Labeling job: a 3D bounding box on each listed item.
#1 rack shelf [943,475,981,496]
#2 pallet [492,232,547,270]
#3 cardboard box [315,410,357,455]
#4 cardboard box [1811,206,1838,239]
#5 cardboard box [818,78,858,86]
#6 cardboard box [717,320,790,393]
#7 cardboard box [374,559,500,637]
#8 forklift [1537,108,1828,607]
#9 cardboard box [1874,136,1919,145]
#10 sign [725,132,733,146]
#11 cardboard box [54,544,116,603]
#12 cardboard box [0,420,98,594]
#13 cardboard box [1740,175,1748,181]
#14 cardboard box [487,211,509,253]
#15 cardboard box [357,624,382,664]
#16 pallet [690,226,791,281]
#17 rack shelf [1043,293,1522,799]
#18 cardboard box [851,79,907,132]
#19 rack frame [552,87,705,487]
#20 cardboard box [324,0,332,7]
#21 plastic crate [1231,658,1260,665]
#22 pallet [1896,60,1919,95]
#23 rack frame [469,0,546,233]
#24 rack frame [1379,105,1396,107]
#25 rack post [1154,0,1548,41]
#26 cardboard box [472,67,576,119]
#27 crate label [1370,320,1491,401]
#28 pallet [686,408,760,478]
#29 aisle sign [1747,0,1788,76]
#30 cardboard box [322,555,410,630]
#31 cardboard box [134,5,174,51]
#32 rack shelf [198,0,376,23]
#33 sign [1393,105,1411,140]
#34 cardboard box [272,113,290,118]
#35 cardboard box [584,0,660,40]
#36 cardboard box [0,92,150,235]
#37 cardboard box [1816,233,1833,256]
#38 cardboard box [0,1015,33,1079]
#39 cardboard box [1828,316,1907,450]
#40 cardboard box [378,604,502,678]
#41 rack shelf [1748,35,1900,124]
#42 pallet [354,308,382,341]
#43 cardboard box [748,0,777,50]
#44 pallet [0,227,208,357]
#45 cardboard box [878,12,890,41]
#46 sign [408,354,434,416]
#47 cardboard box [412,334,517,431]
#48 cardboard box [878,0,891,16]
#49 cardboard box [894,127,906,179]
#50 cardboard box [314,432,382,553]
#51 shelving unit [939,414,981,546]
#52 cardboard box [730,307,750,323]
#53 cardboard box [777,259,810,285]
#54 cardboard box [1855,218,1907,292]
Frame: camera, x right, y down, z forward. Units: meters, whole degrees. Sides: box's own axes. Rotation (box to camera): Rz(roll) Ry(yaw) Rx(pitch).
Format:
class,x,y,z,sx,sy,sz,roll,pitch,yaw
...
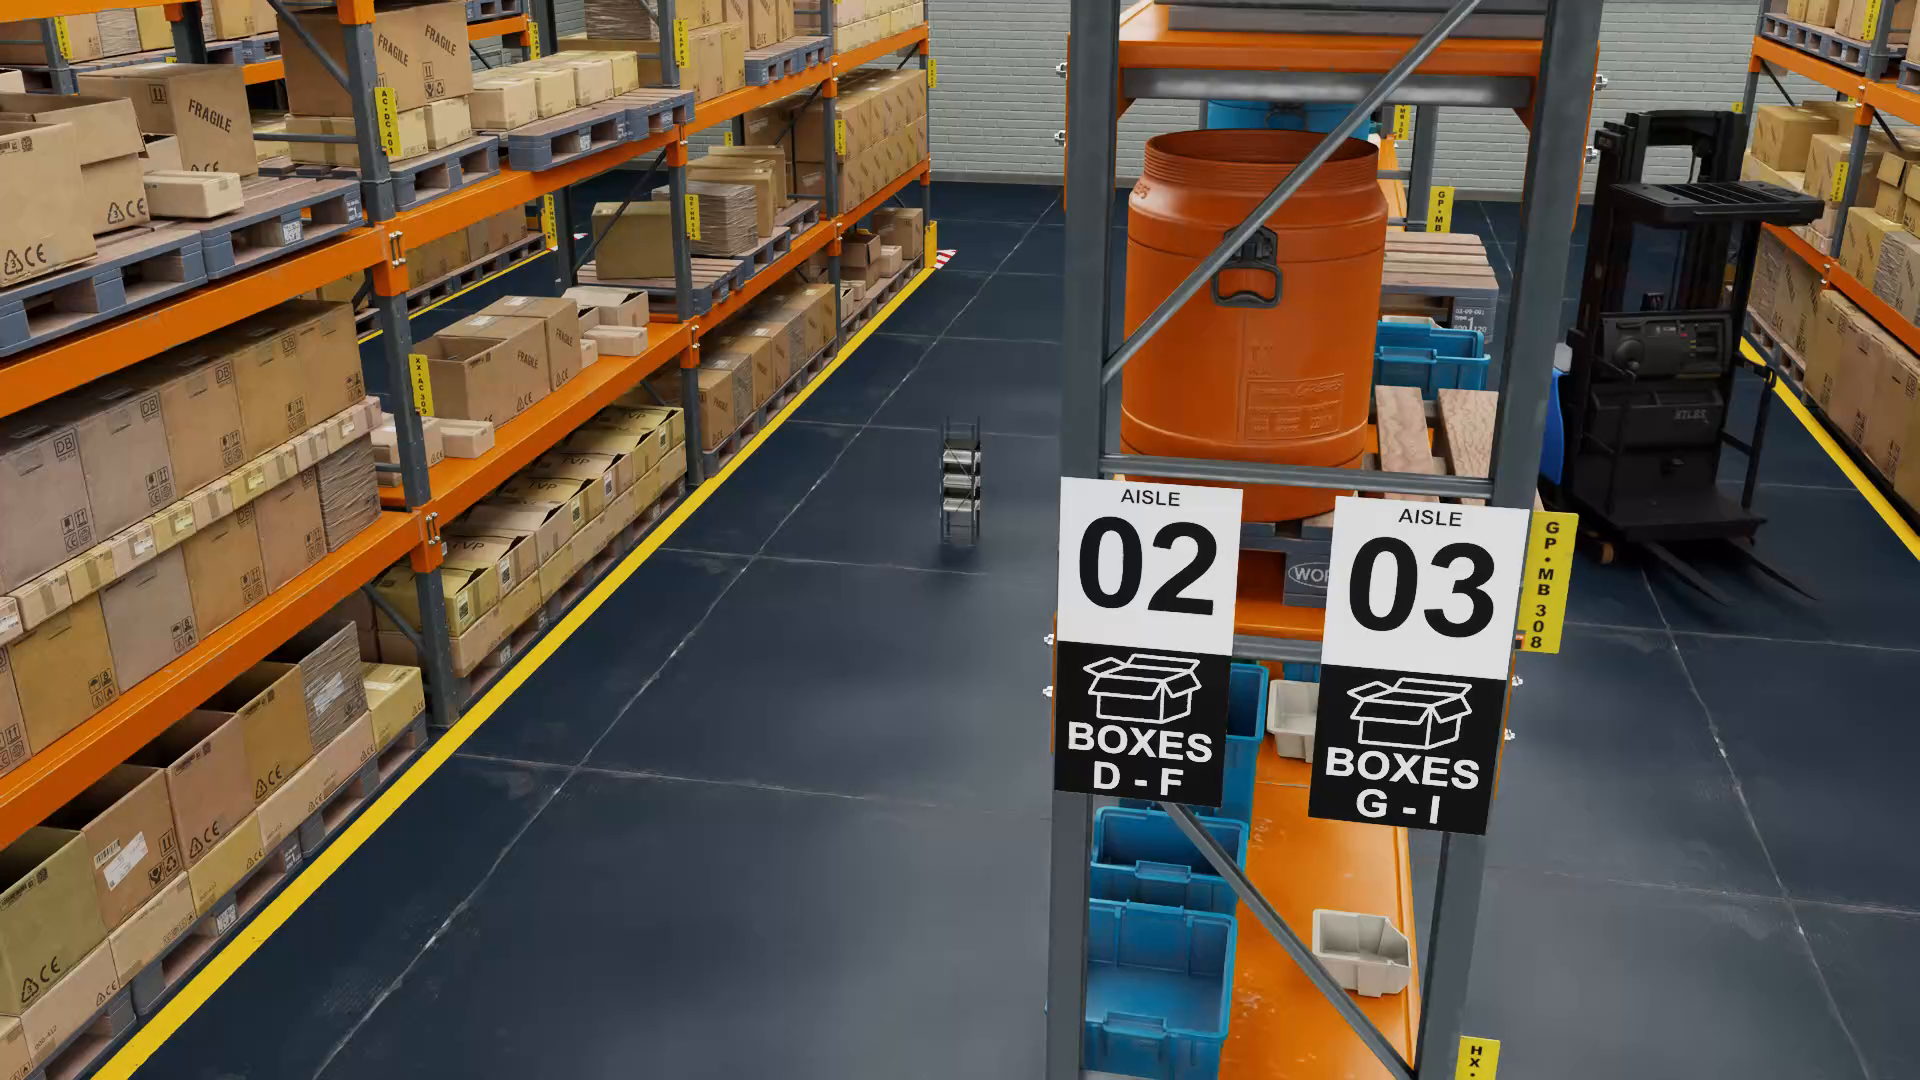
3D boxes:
class,x,y,z,sx,sy,sz,roll,pitch,yaw
rack shelf,0.002,-0.389,11.705,0.258,0.077,0.200,4,22,11
pallet,-5.800,-3.570,20.436,1.003,0.211,1.213,4,22,11
cardboard box,-3.210,-0.539,8.173,0.380,0.149,0.250,4,22,10
cardboard box,7.851,-2.816,14.634,0.500,0.250,0.500,4,22,10
cardboard box,-1.418,-4.780,18.234,0.500,0.500,0.500,5,22,12
cardboard box,-1.813,-1.616,14.607,0.500,0.500,0.500,4,22,9
cardboard box,-2.984,0.291,9.484,0.500,0.311,0.500,5,22,11
forklift,4.880,-1.324,11.218,1.130,2.935,3.031,-3,22,-6
cardboard box,8.474,-3.318,14.876,0.500,0.500,0.500,4,22,11
sign,-2.212,-3.763,16.024,0.100,0.325,0.005,4,22,11
cardboard box,-3.576,0.120,6.538,0.380,0.149,0.250,4,22,10
cardboard box,-3.805,-0.149,6.338,0.700,0.500,0.500,5,22,11
cardboard box,8.388,-3.714,17.397,0.380,0.149,0.250,4,22,10
cardboard box,-5.860,-3.751,19.936,0.700,0.500,0.500,4,22,11
cardboard box,-3.511,0.510,9.692,0.500,0.250,0.500,4,22,10
pallet,-2.103,-2.483,14.260,1.003,0.211,1.213,4,22,11
rack shelf,1.129,-0.345,5.642,1.077,0.370,4.000,4,22,11
cardboard box,-0.888,-4.738,18.130,0.500,0.500,0.500,5,22,12
rack frame,-2.496,-1.860,12.457,1.000,3.000,0.127,4,22,11
cardboard box,-6.130,-5.495,16.972,0.500,0.250,0.500,4,22,11
plastic crate,0.983,0.555,6.744,0.450,0.188,0.662,4,22,11
pallet,7.879,-3.530,12.845,0.805,0.209,1.217,4,22,9
rack frame,-5.713,-5.162,20.656,1.000,3.000,0.127,4,22,11
rack frame,2.353,-4.264,10.396,1.000,3.000,0.127,4,22,11
rack post,0.999,-1.373,3.887,0.937,0.300,0.954,7,23,17
cardboard box,-2.750,-2.805,10.427,0.500,0.250,0.500,4,22,10
crate label,1.426,-0.537,5.356,0.502,0.251,0.408,4,22,11
pallet,-2.306,-0.837,13.649,1.003,0.211,1.213,4,22,11
aisle sign,8.555,-5.285,17.480,0.394,0.787,0.004,4,22,11
cardboard box,-3.510,0.253,9.577,0.500,0.311,0.500,4,22,11
cardboard box,-7.121,-4.459,14.173,0.700,0.500,0.500,6,23,14
rack shelf,-2.904,-3.392,9.729,1.077,0.370,4.000,4,22,11
sign,2.893,-2.785,10.878,0.100,0.325,0.005,4,22,11
cardboard box,-6.374,-4.051,16.333,0.500,0.250,0.500,5,22,12
cardboard box,-2.400,-3.921,12.086,0.500,0.500,0.500,4,22,11
cardboard box,-3.771,-1.504,6.669,0.797,0.503,0.637,7,23,17
cardboard box,7.759,-2.587,14.597,0.380,0.149,0.250,5,22,11
cardboard box,-3.801,1.967,6.073,0.500,0.250,0.500,4,22,11
cardboard box,7.725,-1.213,13.133,1.225,0.875,0.875,4,22,9
cardboard box,-2.987,0.555,9.580,0.500,0.250,0.500,4,22,10
rack shelf,8.426,-4.356,15.601,1.077,0.370,4.000,4,22,11
pallet,-6.613,-2.118,16.830,1.003,0.211,1.213,4,22,11
cardboard box,-1.968,-4.577,14.359,0.600,0.600,0.600,4,22,10
pallet,-3.712,-0.989,6.397,1.003,0.211,1.213,4,22,11
cardboard box,-1.030,-5.352,17.314,0.500,0.250,0.500,4,22,11
sign,-2.768,-0.794,8.545,0.100,0.325,0.005,4,22,11
cardboard box,-3.032,-0.916,9.979,0.500,0.500,0.500,6,23,15
cardboard box,-1.021,-5.584,17.219,0.500,0.250,0.500,4,22,11
cardboard box,-0.898,-4.276,18.321,0.500,0.500,0.500,5,22,11
cardboard box,-3.396,-0.281,8.402,0.700,0.500,0.500,4,22,10
shelving unit,0.002,-0.420,11.693,0.258,0.900,0.210,4,22,11
cardboard box,-2.224,-1.831,15.142,0.500,0.500,0.500,5,22,12
cardboard box,-1.841,-2.598,17.045,0.500,0.500,0.500,4,22,11
cardboard box,7.578,-2.280,13.365,0.500,0.500,0.500,4,22,11
